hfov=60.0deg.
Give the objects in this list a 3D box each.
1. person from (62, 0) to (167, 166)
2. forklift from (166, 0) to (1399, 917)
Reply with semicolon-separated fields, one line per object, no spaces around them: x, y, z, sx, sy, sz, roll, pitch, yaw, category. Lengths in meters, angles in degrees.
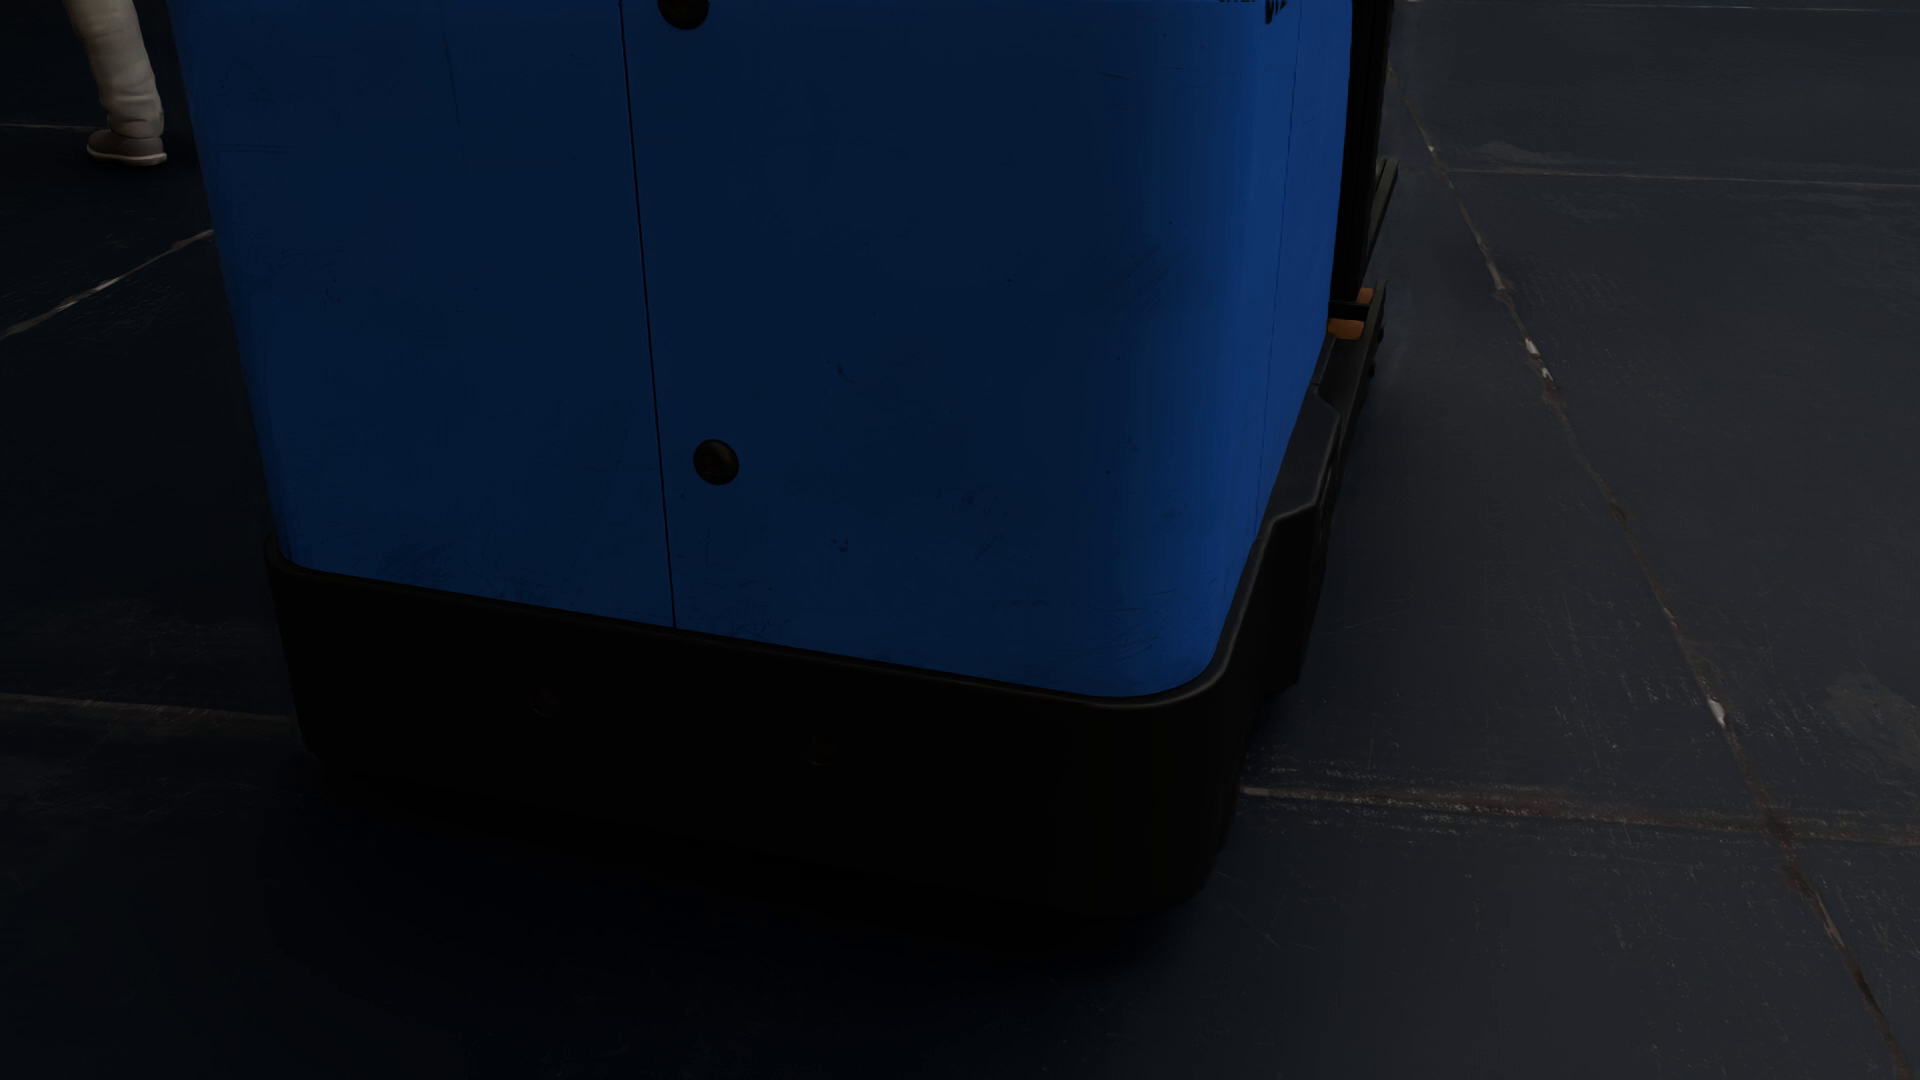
-2.176;-1.858;4.266;0.605;1.747;0.443;-23;35;-38;person
0.171;-1.585;2.393;1.130;2.935;3.031;8;28;15;forklift
